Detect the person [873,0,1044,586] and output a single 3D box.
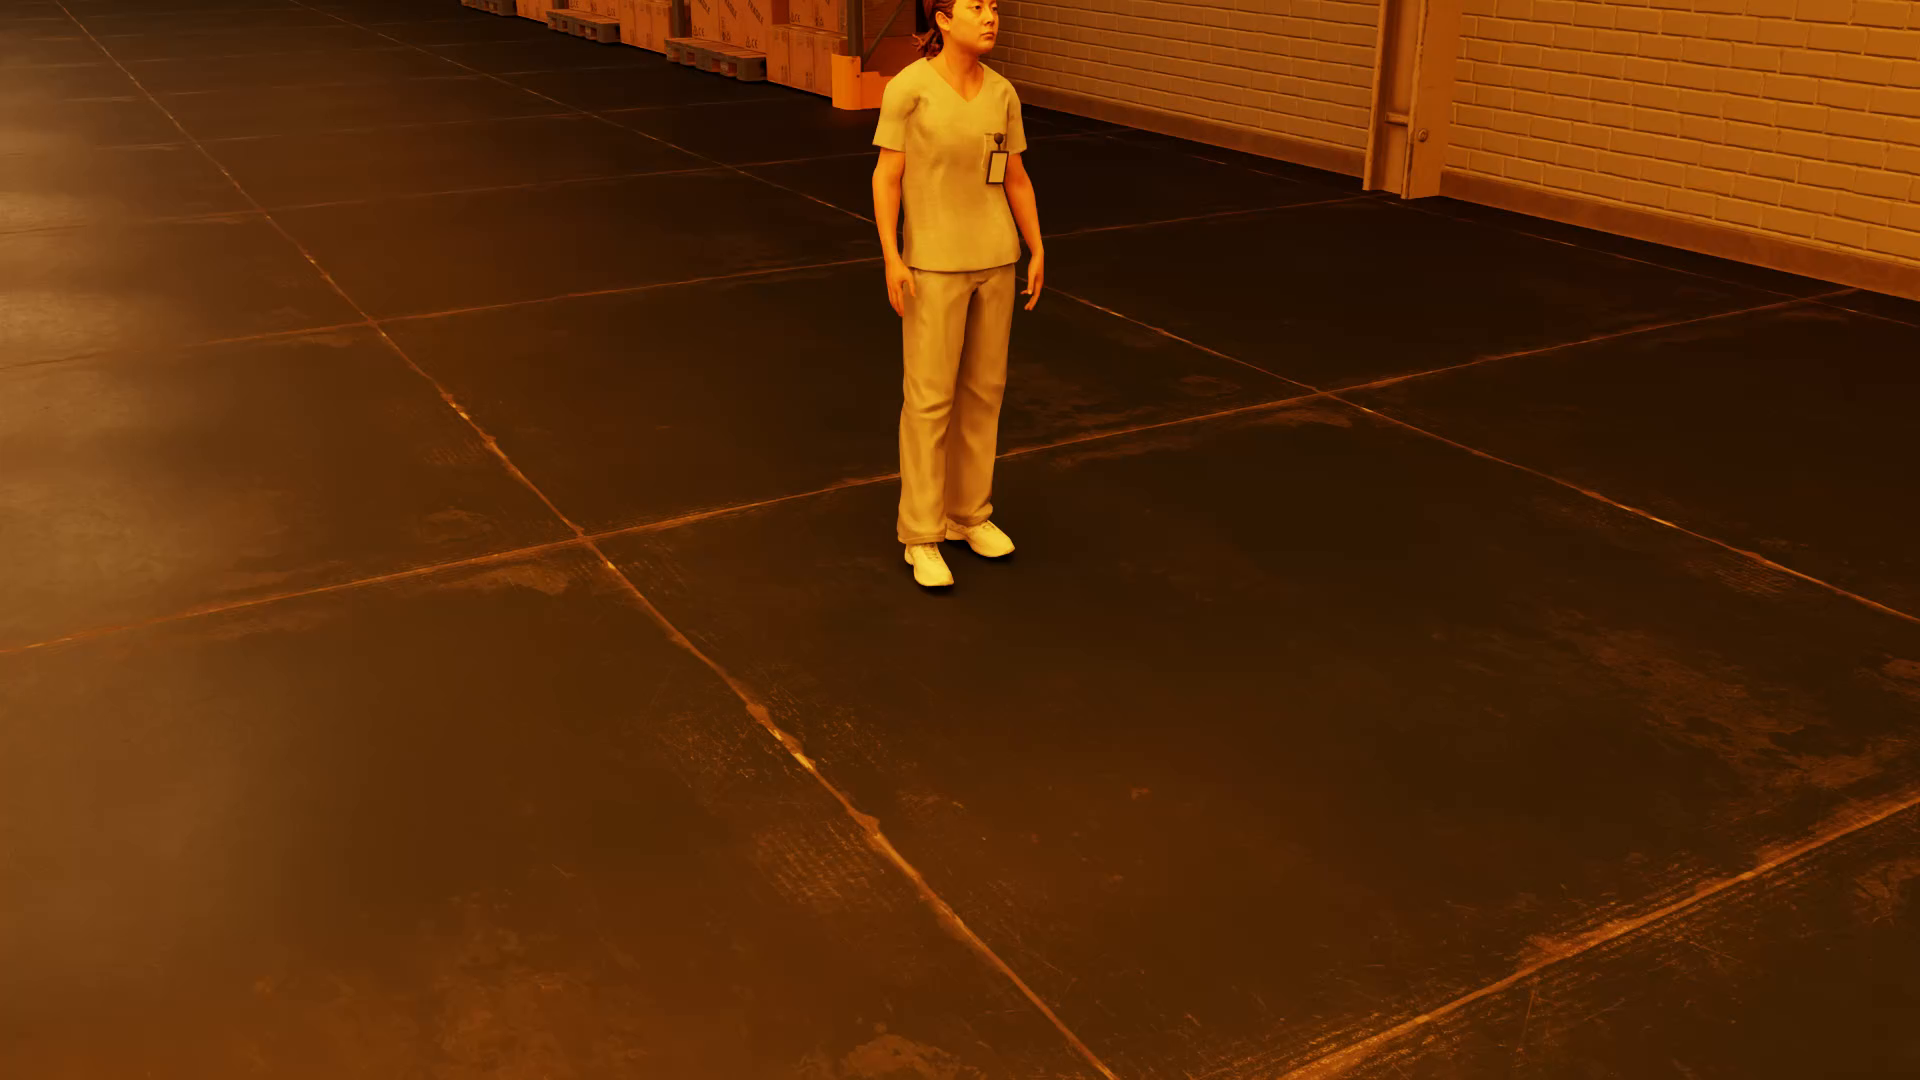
[{"bbox_3d":[0.025,-0.749,4.750,0.549,1.661,0.548,-12,25,-28],"label":"person"}]
